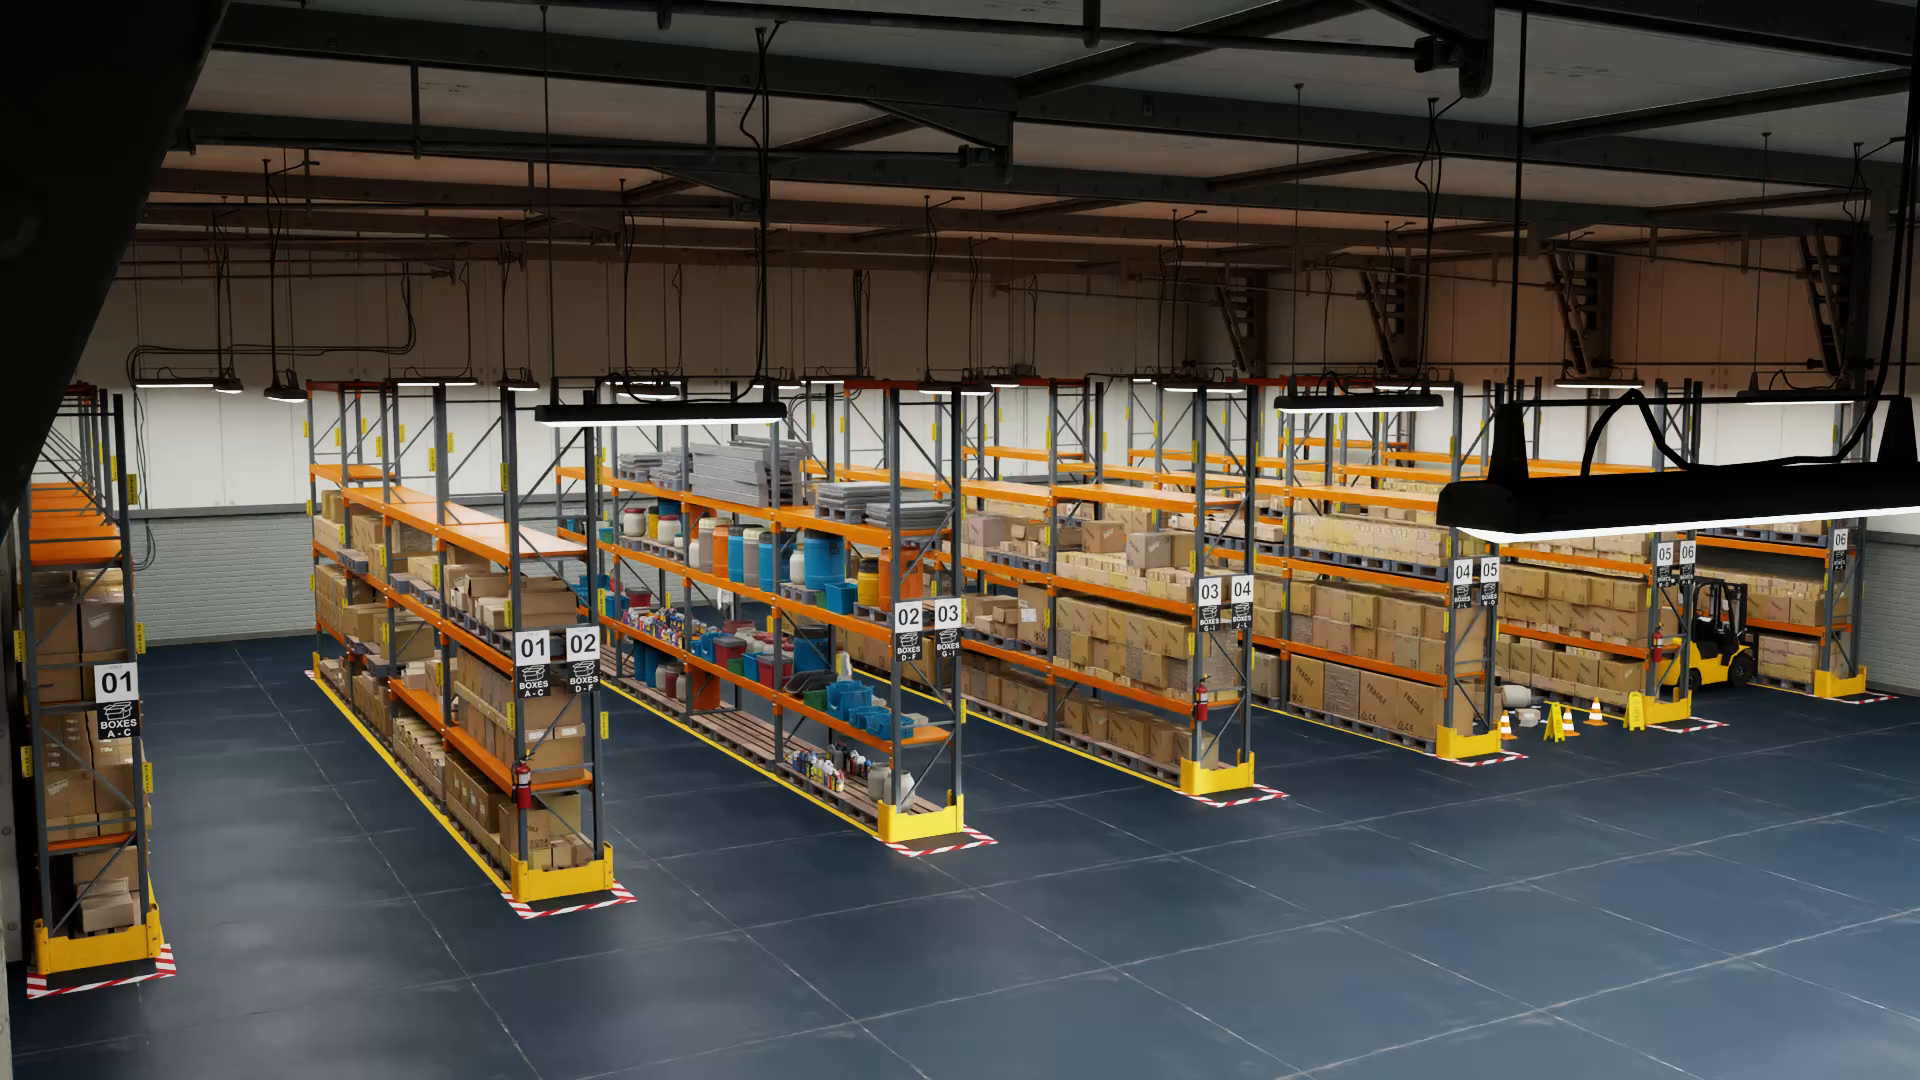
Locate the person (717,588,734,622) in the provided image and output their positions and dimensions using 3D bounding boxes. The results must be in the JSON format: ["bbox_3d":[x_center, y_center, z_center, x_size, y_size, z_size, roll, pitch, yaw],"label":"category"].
[{"bbox_3d":[-5.333,1.437,38.288,0.500,1.630,0.992,-1,6,-7],"label":"person"}]

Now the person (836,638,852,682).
[{"bbox_3d":[-2.032,2.387,28.257,0.448,1.452,0.516,-2,6,-15],"label":"person"}]

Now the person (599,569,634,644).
[{"bbox_3d":[-7.775,1.479,37.570,1.116,1.650,0.550,2,6,19],"label":"person"}]
